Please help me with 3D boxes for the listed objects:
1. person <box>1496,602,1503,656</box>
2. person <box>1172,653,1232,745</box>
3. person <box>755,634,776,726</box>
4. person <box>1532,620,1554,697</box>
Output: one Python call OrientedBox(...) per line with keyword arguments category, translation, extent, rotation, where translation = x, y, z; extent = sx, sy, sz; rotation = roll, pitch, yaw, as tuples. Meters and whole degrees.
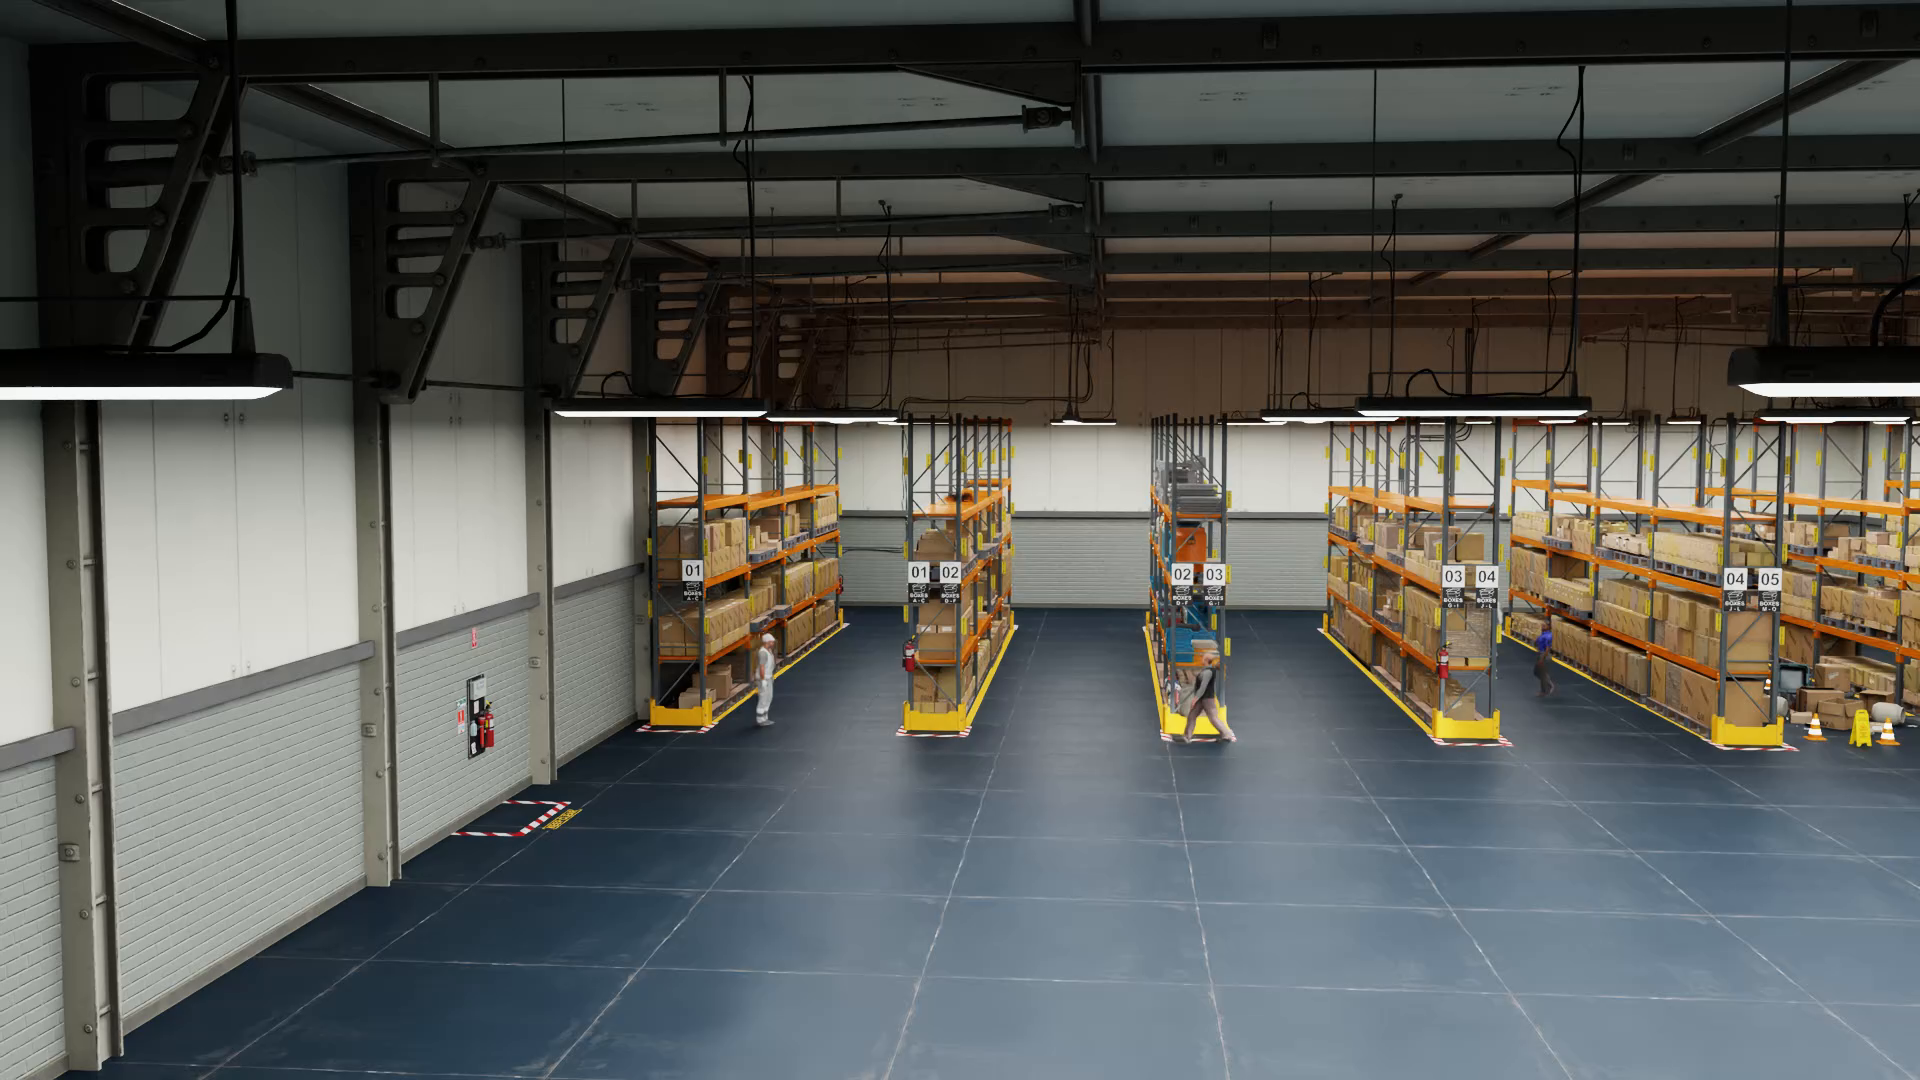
OrientedBox(category="person", translation=(13.400, 2.072, 41.942), extent=(0.583, 1.643, 0.931), rotation=(0, 4, 5))
OrientedBox(category="person", translation=(4.374, 2.868, 29.924), extent=(1.022, 1.679, 0.516), rotation=(-1, 4, -12))
OrientedBox(category="person", translation=(-3.723, 2.681, 31.943), extent=(0.417, 1.785, 0.605), rotation=(1, 4, 9))
OrientedBox(category="person", translation=(12.370, 2.513, 35.251), extent=(0.459, 1.650, 0.492), rotation=(1, 4, 21))
